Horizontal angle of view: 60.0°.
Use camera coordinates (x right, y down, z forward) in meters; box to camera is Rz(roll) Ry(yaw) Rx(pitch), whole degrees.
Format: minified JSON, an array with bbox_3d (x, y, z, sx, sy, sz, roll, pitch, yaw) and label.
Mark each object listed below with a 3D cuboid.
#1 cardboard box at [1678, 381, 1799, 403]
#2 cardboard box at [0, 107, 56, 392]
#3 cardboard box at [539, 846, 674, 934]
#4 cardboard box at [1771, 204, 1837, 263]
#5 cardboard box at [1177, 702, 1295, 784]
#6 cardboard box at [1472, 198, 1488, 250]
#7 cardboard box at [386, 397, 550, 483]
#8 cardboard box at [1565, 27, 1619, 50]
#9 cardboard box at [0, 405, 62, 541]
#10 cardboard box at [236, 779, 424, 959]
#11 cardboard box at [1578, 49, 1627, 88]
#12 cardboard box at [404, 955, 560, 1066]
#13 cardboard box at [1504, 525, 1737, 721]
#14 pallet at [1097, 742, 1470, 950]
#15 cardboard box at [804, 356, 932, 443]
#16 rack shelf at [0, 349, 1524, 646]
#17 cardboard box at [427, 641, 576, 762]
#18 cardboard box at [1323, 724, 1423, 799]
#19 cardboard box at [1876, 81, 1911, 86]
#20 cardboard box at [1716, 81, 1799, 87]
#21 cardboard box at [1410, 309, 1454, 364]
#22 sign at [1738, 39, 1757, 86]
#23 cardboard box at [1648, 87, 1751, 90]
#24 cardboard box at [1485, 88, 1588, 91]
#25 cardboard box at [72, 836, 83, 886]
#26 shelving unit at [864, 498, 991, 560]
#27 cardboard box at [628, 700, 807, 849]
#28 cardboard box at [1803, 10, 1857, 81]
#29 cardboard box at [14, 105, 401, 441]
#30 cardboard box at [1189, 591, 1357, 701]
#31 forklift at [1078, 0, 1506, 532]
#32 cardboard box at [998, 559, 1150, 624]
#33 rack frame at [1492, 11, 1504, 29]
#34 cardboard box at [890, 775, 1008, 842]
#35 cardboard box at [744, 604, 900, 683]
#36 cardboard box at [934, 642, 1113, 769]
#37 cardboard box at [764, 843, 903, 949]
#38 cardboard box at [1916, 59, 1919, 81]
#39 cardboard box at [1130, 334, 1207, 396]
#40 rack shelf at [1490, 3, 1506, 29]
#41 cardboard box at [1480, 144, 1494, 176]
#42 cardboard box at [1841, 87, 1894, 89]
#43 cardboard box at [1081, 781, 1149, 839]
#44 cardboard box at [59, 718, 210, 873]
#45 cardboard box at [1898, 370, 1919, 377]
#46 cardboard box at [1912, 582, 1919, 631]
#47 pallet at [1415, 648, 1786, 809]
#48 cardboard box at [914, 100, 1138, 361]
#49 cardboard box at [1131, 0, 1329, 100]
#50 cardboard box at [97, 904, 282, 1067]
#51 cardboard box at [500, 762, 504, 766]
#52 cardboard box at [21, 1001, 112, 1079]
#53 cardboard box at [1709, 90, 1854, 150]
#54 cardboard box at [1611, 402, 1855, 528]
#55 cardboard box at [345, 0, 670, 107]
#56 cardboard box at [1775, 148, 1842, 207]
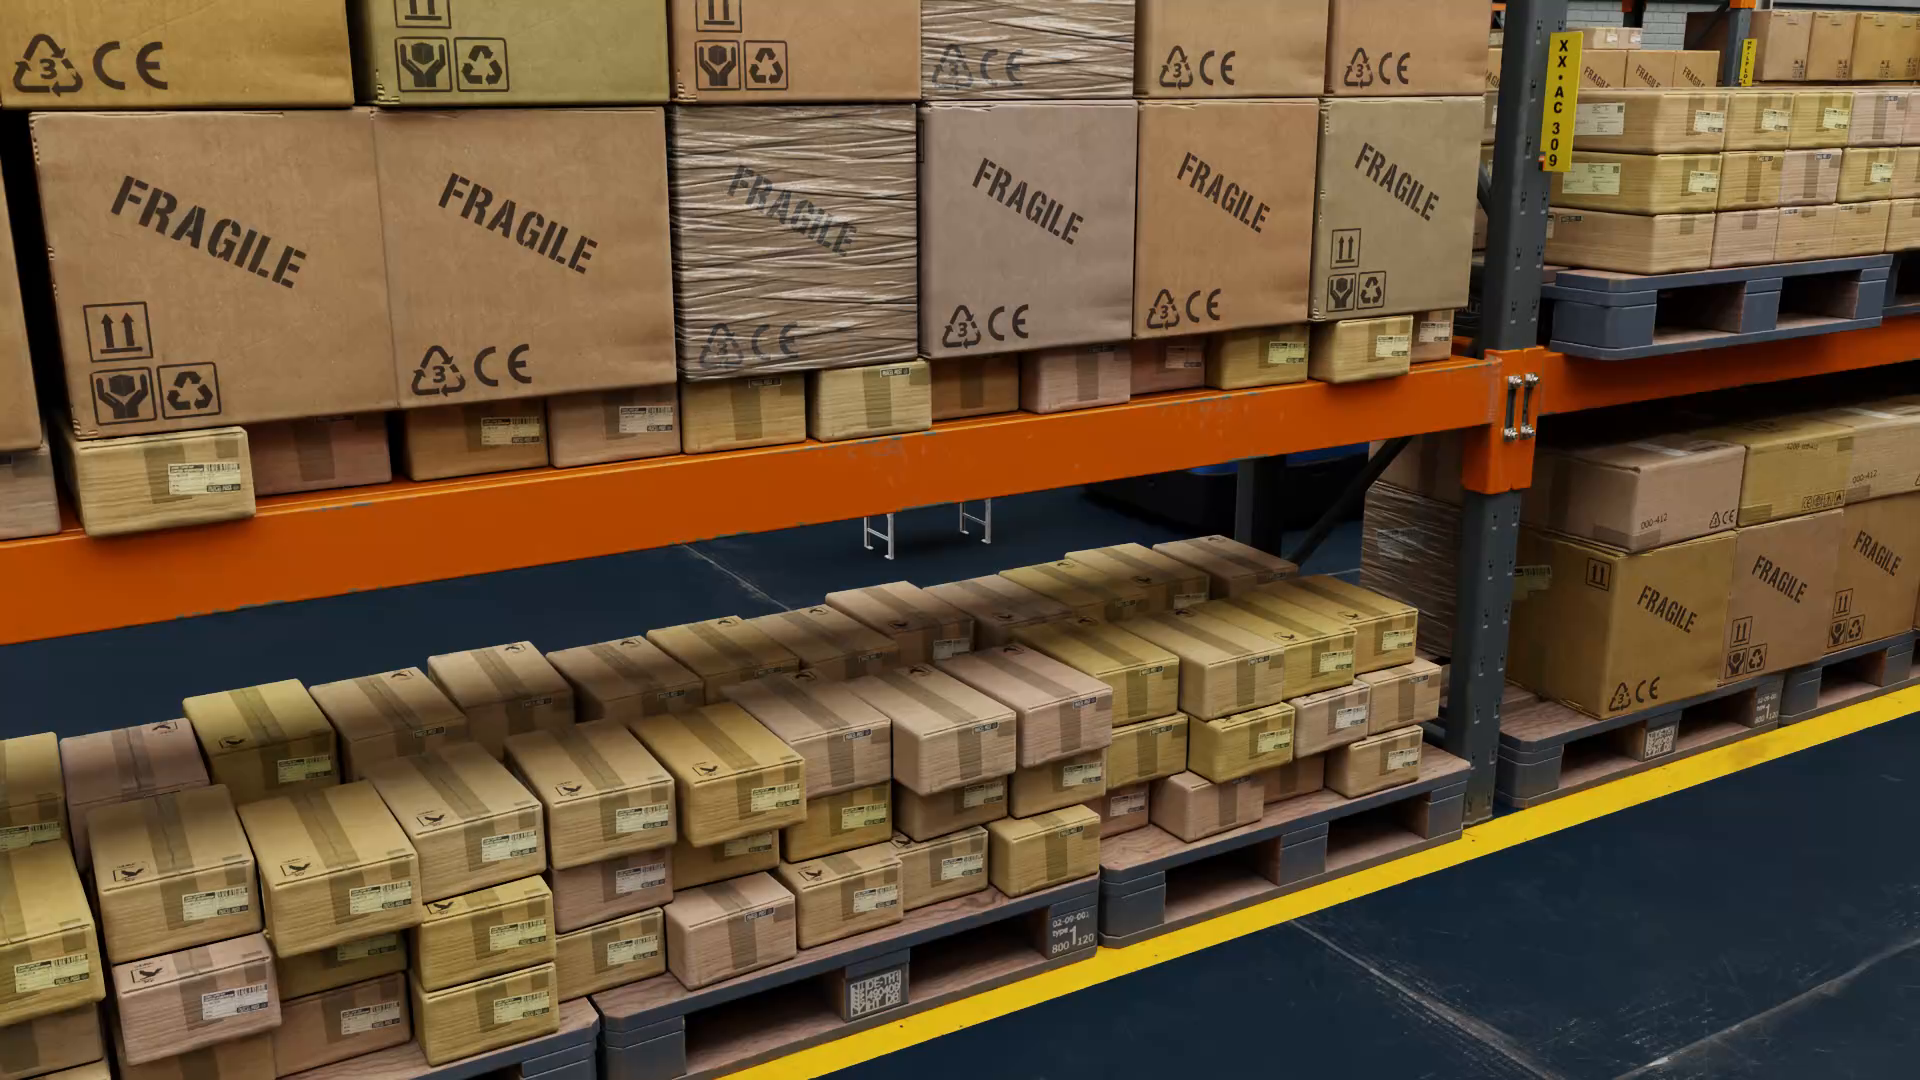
[{"bbox_3d":[2.571,-0.437,5.877,0.500,0.250,0.500,-10,19,-32],"label":"cardboard box"},{"bbox_3d":[-1.562,-0.598,3.251,0.500,0.500,0.500,-10,18,-31],"label":"cardboard box"},{"bbox_3d":[-0.795,0.650,3.485,0.250,0.149,0.380,-10,19,-32],"label":"cardboard box"},{"bbox_3d":[2.195,-0.874,4.657,0.250,0.149,0.380,-9,18,-29],"label":"cardboard box"},{"bbox_3d":[0.617,0.456,4.179,0.250,0.149,0.380,-10,18,-32],"label":"cardboard box"},{"bbox_3d":[1.408,-0.953,4.939,0.250,0.149,0.380,-10,18,-31],"label":"cardboard box"},{"bbox_3d":[-0.961,-0.233,3.147,0.250,0.149,0.380,-9,18,-30],"label":"cardboard box"},{"bbox_3d":[4.305,-3.461,11.483,0.250,0.149,0.380,-10,19,-32],"label":"cardboard box"},{"bbox_3d":[-1.615,-0.108,2.702,0.250,0.149,0.380,-8,18,-28],"label":"cardboard box"},{"bbox_3d":[-1.178,0.604,3.100,0.250,0.149,0.380,-9,18,-30],"label":"cardboard box"},{"bbox_3d":[4.244,-3.151,11.577,0.500,0.500,0.500,-9,18,-28],"label":"cardboard box"},{"bbox_3d":[-0.978,0.856,3.304,0.250,0.149,0.380,-9,18,-29],"label":"cardboard box"},{"bbox_3d":[1.940,0.189,5.030,0.500,0.500,0.500,-8,18,-28],"label":"cardboard box"},{"bbox_3d":[0.612,0.674,4.616,1.213,0.211,1.003,-9,18,-30],"label":"pallet"},{"bbox_3d":[-0.258,-0.322,3.466,0.250,0.149,0.380,-9,18,-29],"label":"cardboard box"},{"bbox_3d":[-0.545,-0.146,3.707,4.000,0.370,1.077,-9,18,-30],"label":"rack shelf"},{"bbox_3d":[-1.078,0.379,3.903,0.250,0.149,0.380,-8,18,-28],"label":"cardboard box"},{"bbox_3d":[1.009,0.533,4.454,0.250,0.149,0.380,-9,18,-29],"label":"cardboard box"},{"bbox_3d":[7.190,-3.419,13.312,0.500,0.500,0.500,-9,18,-29],"label":"cardboard box"},{"bbox_3d":[5.912,-3.202,12.539,0.500,0.500,0.500,-9,18,-30],"label":"cardboard box"},{"bbox_3d":[1.046,-0.556,4.300,0.250,0.149,0.380,-9,18,-30],"label":"cardboard box"},{"bbox_3d":[5.680,-3.443,11.991,0.005,0.325,0.100,-9,18,-30],"label":"sign"},{"bbox_3d":[2.303,-1.382,5.368,0.250,0.149,0.380,-10,18,-32],"label":"cardboard box"},{"bbox_3d":[1.643,-1.277,4.992,0.250,0.149,0.380,-10,18,-31],"label":"cardboard box"},{"bbox_3d":[-1.953,0.673,3.403,0.250,0.149,0.380,-10,18,-31],"label":"cardboard box"},{"bbox_3d":[-0.142,-0.555,7.166,0.503,1.200,0.258,-9,18,-30],"label":"shelving unit"},{"bbox_3d":[-0.517,0.488,3.514,0.250,0.149,0.380,-9,18,-29],"label":"cardboard box"},{"bbox_3d":[6.329,-3.764,12.690,0.500,0.500,0.700,-9,18,-29],"label":"cardboard box"},{"bbox_3d":[-1.286,-0.485,2.845,0.500,0.500,0.500,-9,18,-30],"label":"cardboard box"},{"bbox_3d":[0.800,0.268,4.299,0.250,0.149,0.380,-9,18,-29],"label":"cardboard box"},{"bbox_3d":[2.095,-1.716,8.101,3.031,2.935,1.130,-9,18,-30],"label":"forklift"},{"bbox_3d":[0.310,0.185,4.596,0.250,0.149,0.380,-9,18,-30],"label":"cardboard box"},{"bbox_3d":[6.261,-4.718,18.683,0.127,3.000,1.000,-9,18,-30],"label":"rack frame"},{"bbox_3d":[-0.096,0.541,3.877,0.250,0.149,0.380,-10,19,-32],"label":"cardboard box"},{"bbox_3d":[-0.353,0.300,4.185,0.250,0.149,0.380,-10,19,-32],"label":"cardboard box"},{"bbox_3d":[0.143,0.381,3.894,0.250,0.149,0.380,-10,19,-32],"label":"cardboard box"},{"bbox_3d":[-0.326,0.739,3.720,0.250,0.149,0.380,-9,18,-30],"label":"cardboard box"},{"bbox_3d":[7.673,-3.958,13.383,0.500,0.500,0.700,-9,18,-30],"label":"cardboard box"},{"bbox_3d":[0.365,-0.451,3.928,0.250,0.149,0.380,-10,18,-31],"label":"cardboard box"},{"bbox_3d":[4.546,-5.538,17.383,4.000,0.370,1.077,-9,18,-30],"label":"rack shelf"},{"bbox_3d":[1.409,-1.096,4.899,0.250,0.149,0.380,-9,18,-28],"label":"cardboard box"},{"bbox_3d":[2.977,-1.492,5.760,0.250,0.149,0.380,-9,18,-28],"label":"cardboard box"},{"bbox_3d":[0.262,0.610,4.179,0.250,0.149,0.380,-10,18,-31],"label":"cardboard box"},{"bbox_3d":[-1.691,0.516,3.415,0.250,0.149,0.380,-9,18,-29],"label":"cardboard box"},{"bbox_3d":[3.720,-0.458,5.950,0.500,0.250,0.500,-9,18,-29],"label":"cardboard box"},{"bbox_3d":[3.277,-0.025,5.794,0.500,0.500,0.500,-10,19,-32],"label":"cardboard box"},{"bbox_3d":[1.836,0.464,5.365,1.213,0.211,1.003,-9,18,-30],"label":"pallet"},{"bbox_3d":[0.028,-0.689,3.573,0.500,0.500,0.500,-9,18,-30],"label":"cardboard box"},{"bbox_3d":[0.466,-1.242,3.696,0.500,0.500,0.500,-10,18,-31],"label":"cardboard box"},{"bbox_3d":[-1.414,0.774,3.043,0.250,0.149,0.380,-9,18,-30],"label":"cardboard box"},{"bbox_3d":[-1.072,0.526,3.930,0.250,0.149,0.380,-9,18,-29],"label":"cardboard box"},{"bbox_3d":[-1.645,0.957,2.942,0.250,0.149,0.380,-9,18,-29],"label":"cardboard box"},{"bbox_3d":[2.201,-1.162,4.582,0.250,0.149,0.380,-9,18,-29],"label":"cardboard box"},{"bbox_3d":[2.395,-0.246,5.195,0.500,0.250,0.500,-9,18,-28],"label":"cardboard box"},{"bbox_3d":[-0.851,-1.027,2.928,0.500,0.500,0.500,-10,18,-31],"label":"cardboard box"},{"bbox_3d":[2.187,-1.016,4.613,0.250,0.149,0.380,-9,18,-28],"label":"cardboard box"}]
